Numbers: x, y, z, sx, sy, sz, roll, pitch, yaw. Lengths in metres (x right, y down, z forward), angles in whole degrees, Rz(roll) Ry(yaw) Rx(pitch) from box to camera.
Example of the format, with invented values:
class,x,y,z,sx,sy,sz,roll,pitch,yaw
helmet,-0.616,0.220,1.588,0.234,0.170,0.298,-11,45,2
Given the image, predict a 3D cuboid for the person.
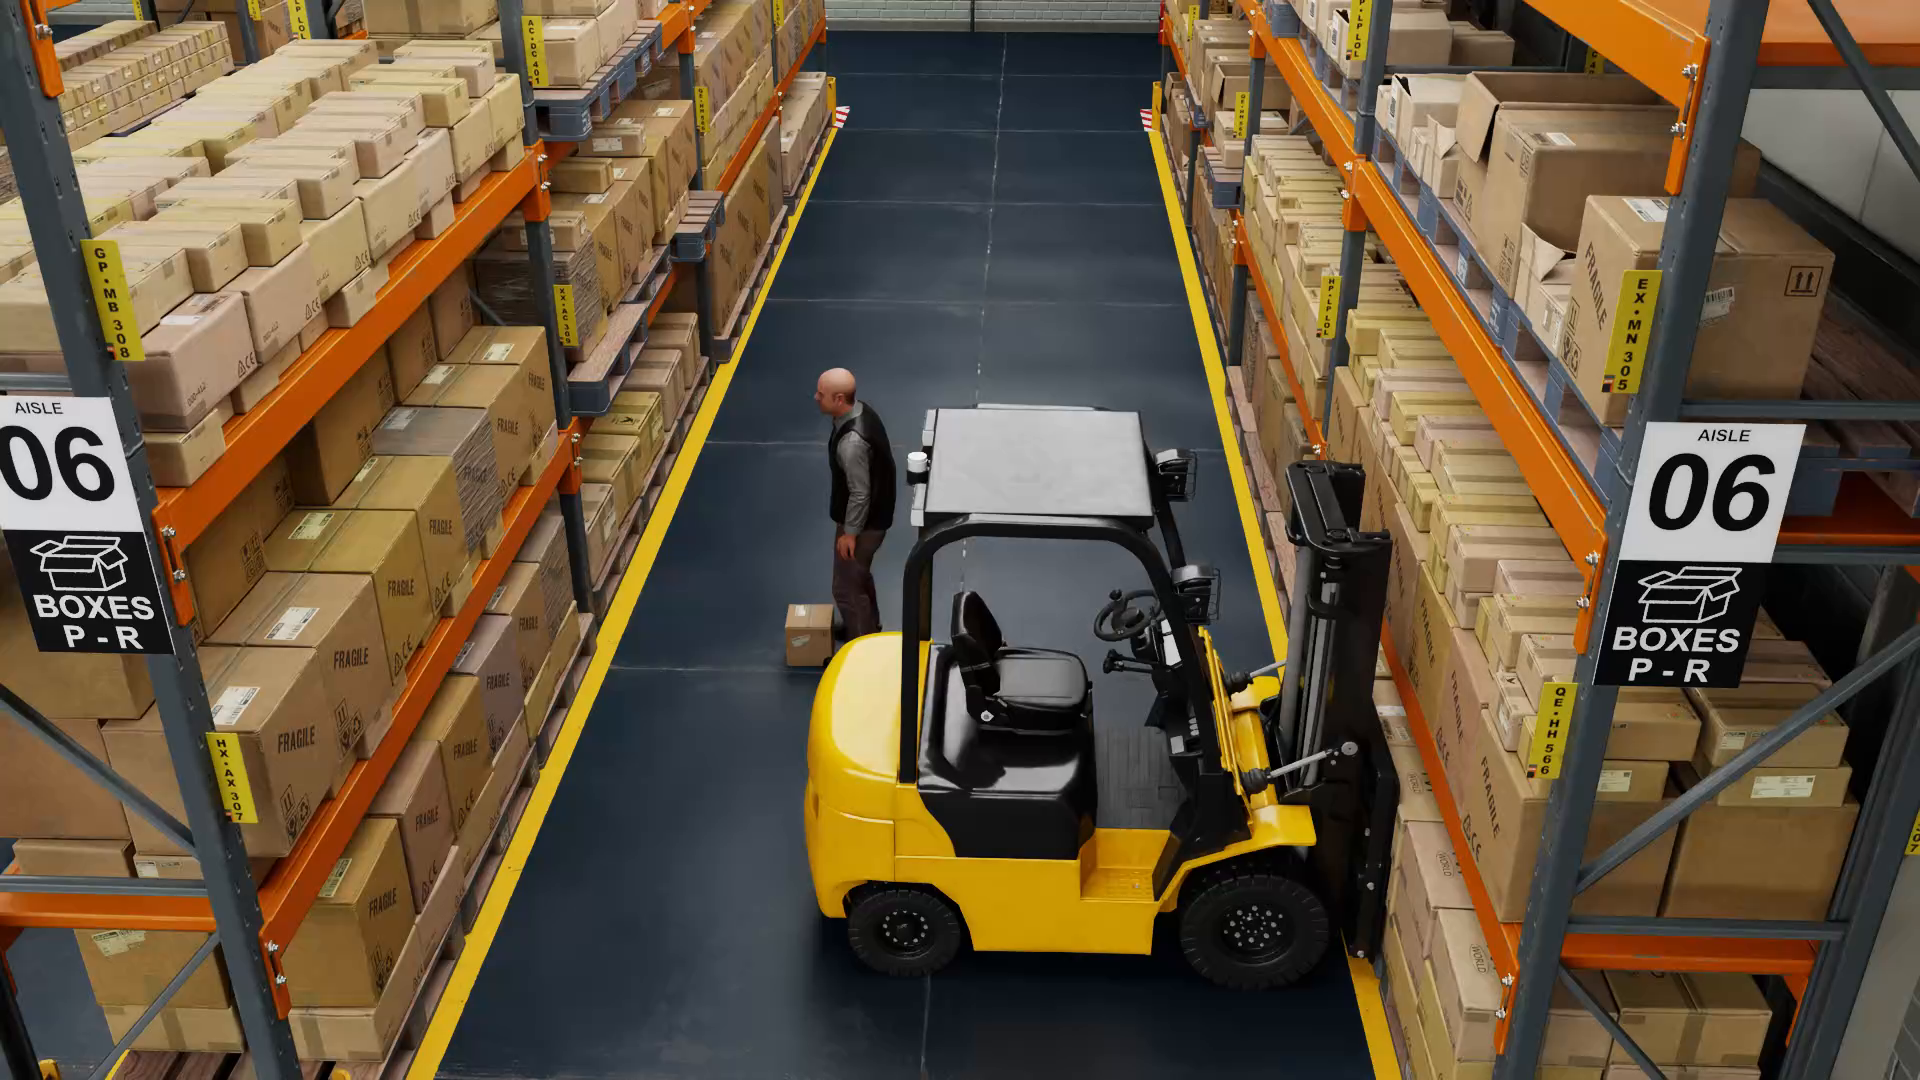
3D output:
class,x,y,z,sx,sy,sz,roll,pitch,yaw
person,-0.548,-0.119,8.873,0.421,1.720,0.593,-1,28,-1
